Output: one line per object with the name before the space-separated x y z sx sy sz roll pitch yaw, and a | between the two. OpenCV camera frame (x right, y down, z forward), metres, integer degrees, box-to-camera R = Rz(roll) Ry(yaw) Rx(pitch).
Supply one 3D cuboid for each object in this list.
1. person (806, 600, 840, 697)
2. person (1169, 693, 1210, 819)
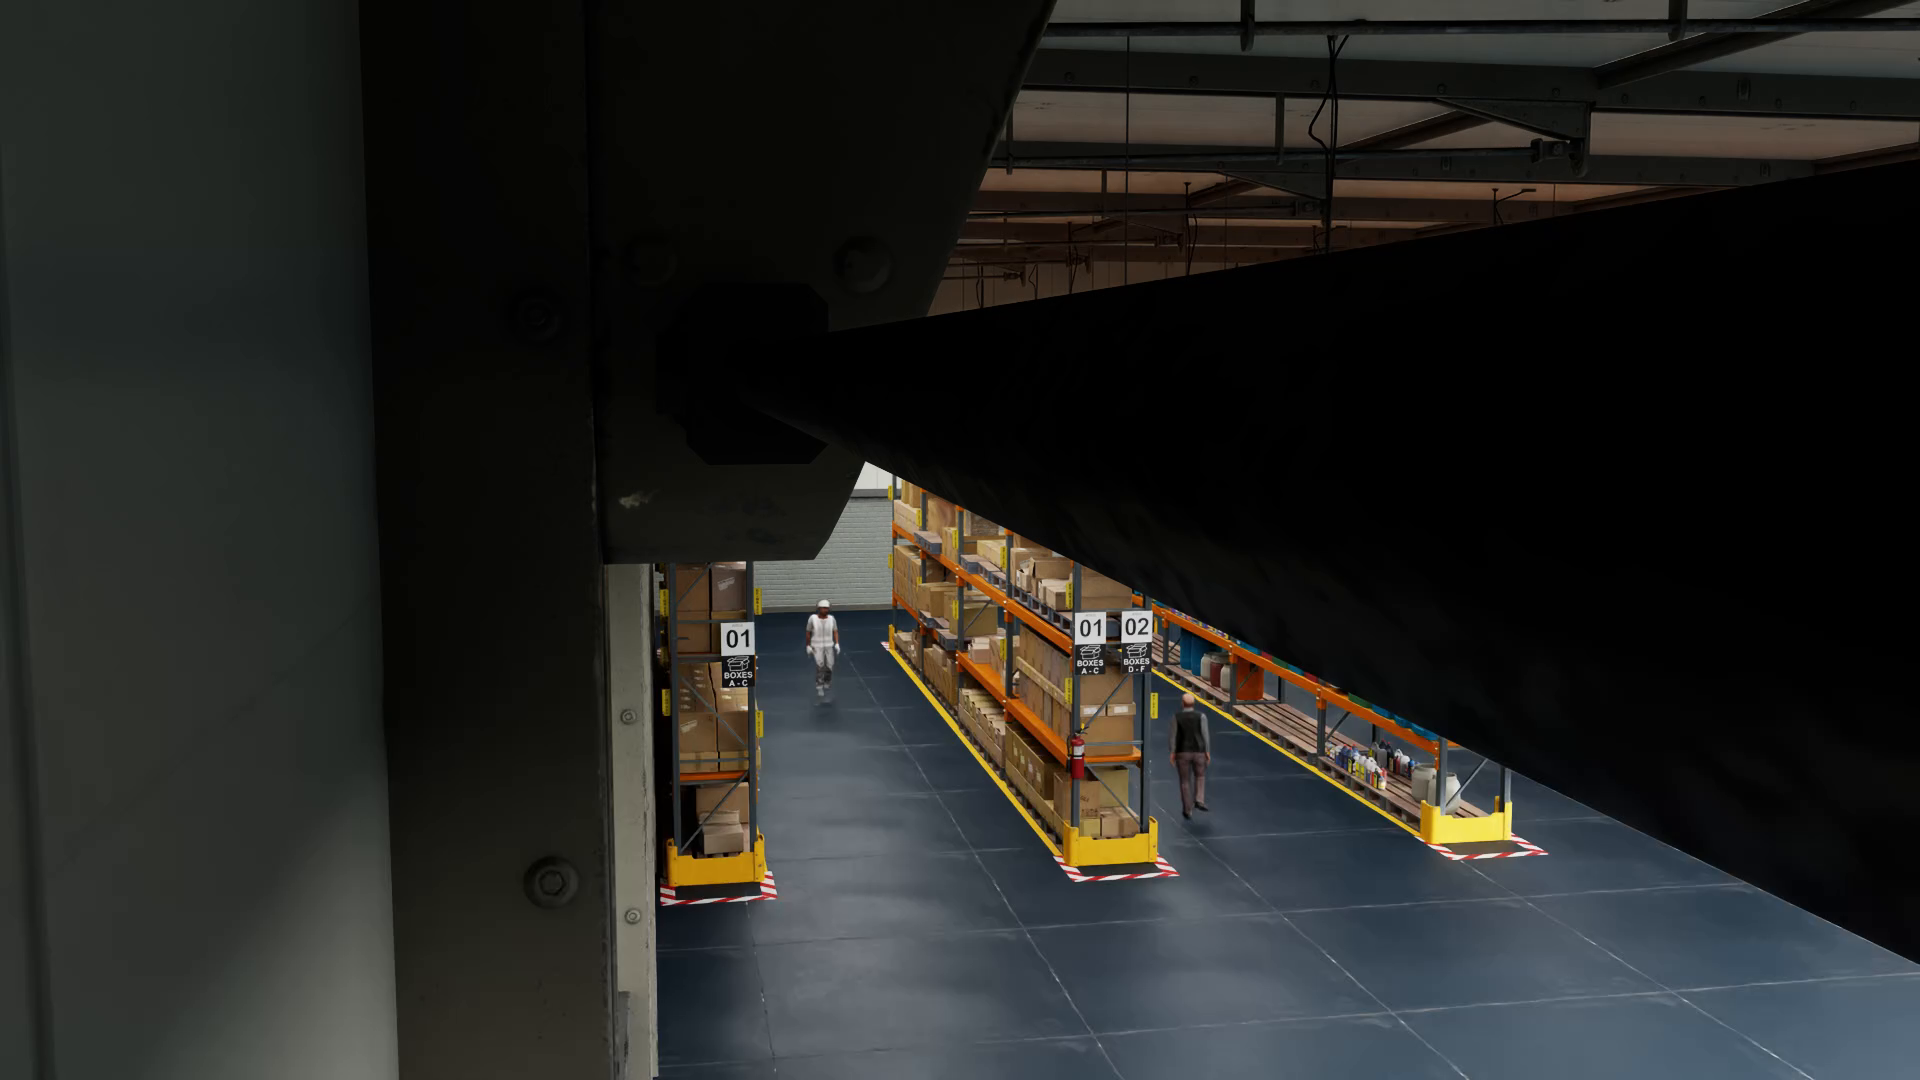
person | -2.480 1.965 30.438 0.578 1.706 0.681 -2 7 -19
person | 3.176 2.978 23.076 0.568 1.710 0.464 0 6 3
